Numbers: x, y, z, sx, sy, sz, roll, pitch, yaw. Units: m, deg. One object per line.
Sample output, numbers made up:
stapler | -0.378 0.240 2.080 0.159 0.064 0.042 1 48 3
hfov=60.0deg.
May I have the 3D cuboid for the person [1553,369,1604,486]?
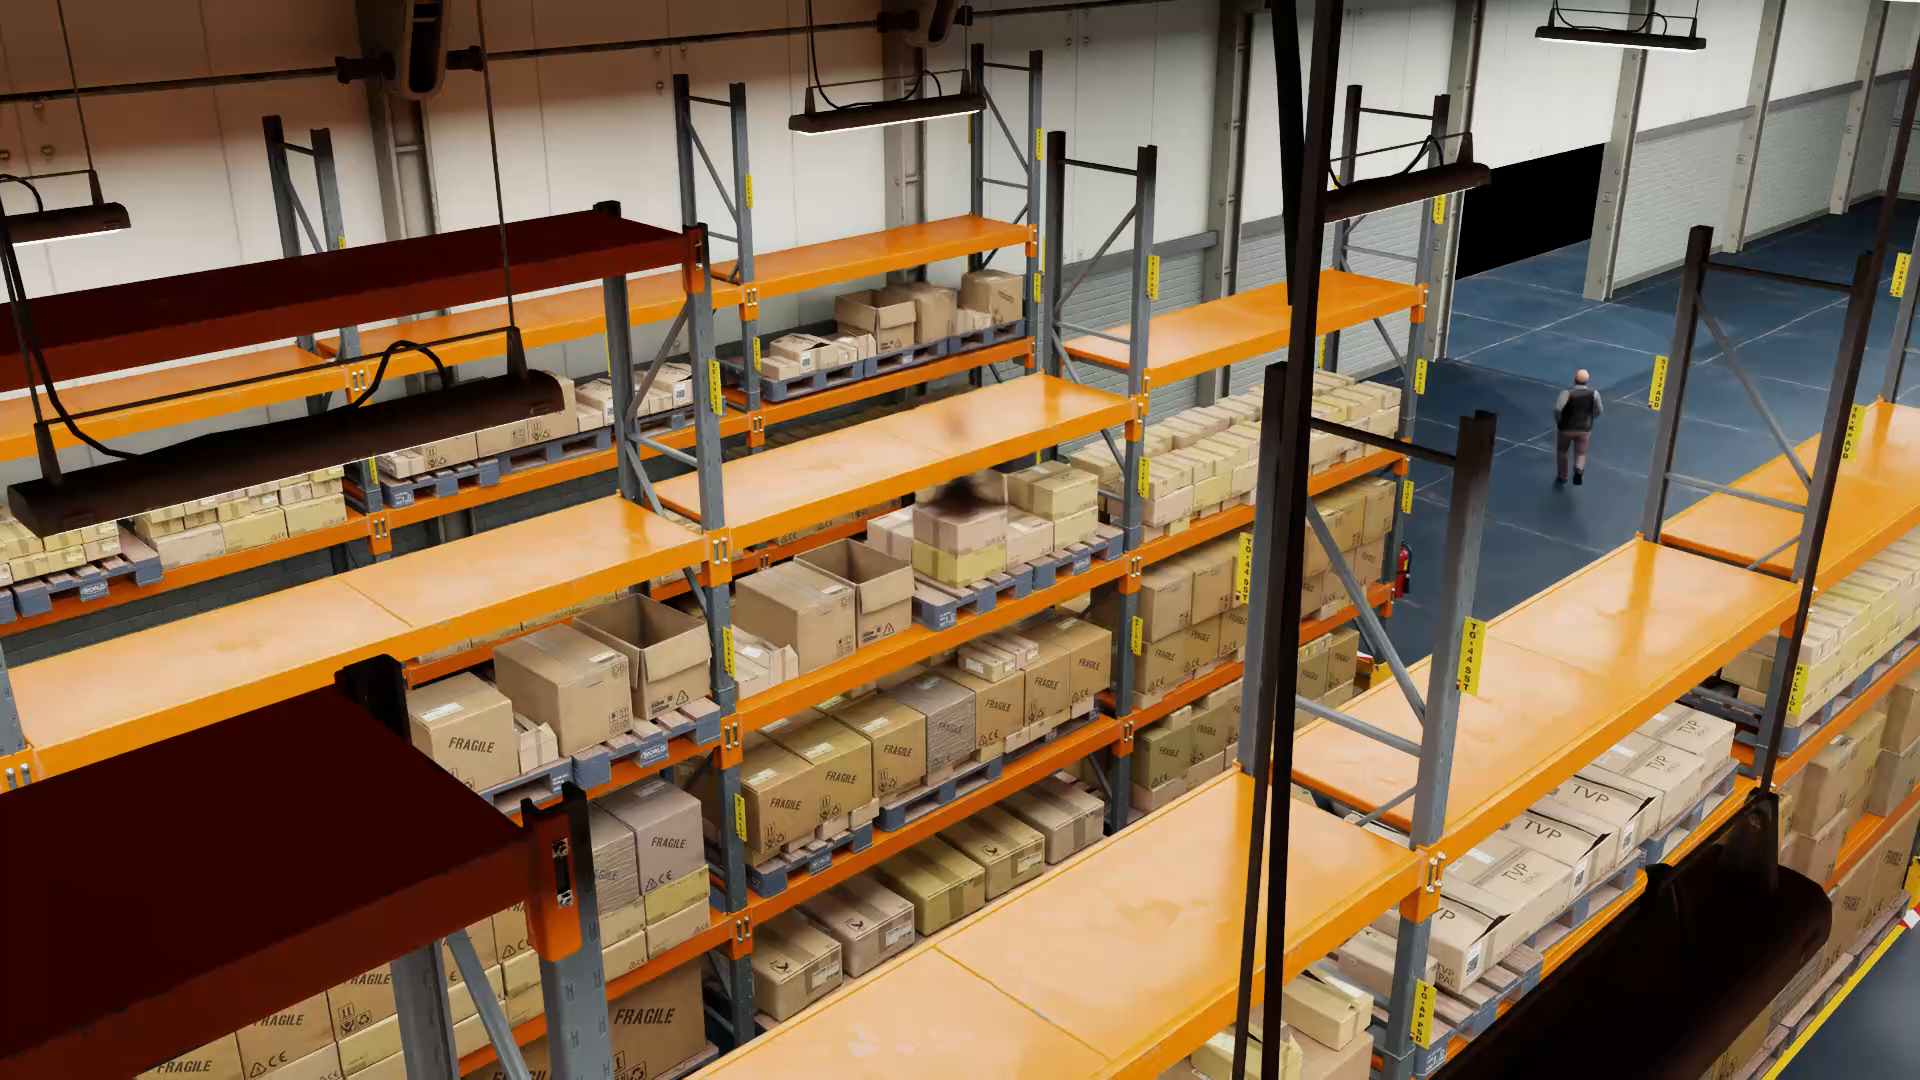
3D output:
person | 8.205 -1.442 22.191 0.640 1.712 1.022 6 23 15
